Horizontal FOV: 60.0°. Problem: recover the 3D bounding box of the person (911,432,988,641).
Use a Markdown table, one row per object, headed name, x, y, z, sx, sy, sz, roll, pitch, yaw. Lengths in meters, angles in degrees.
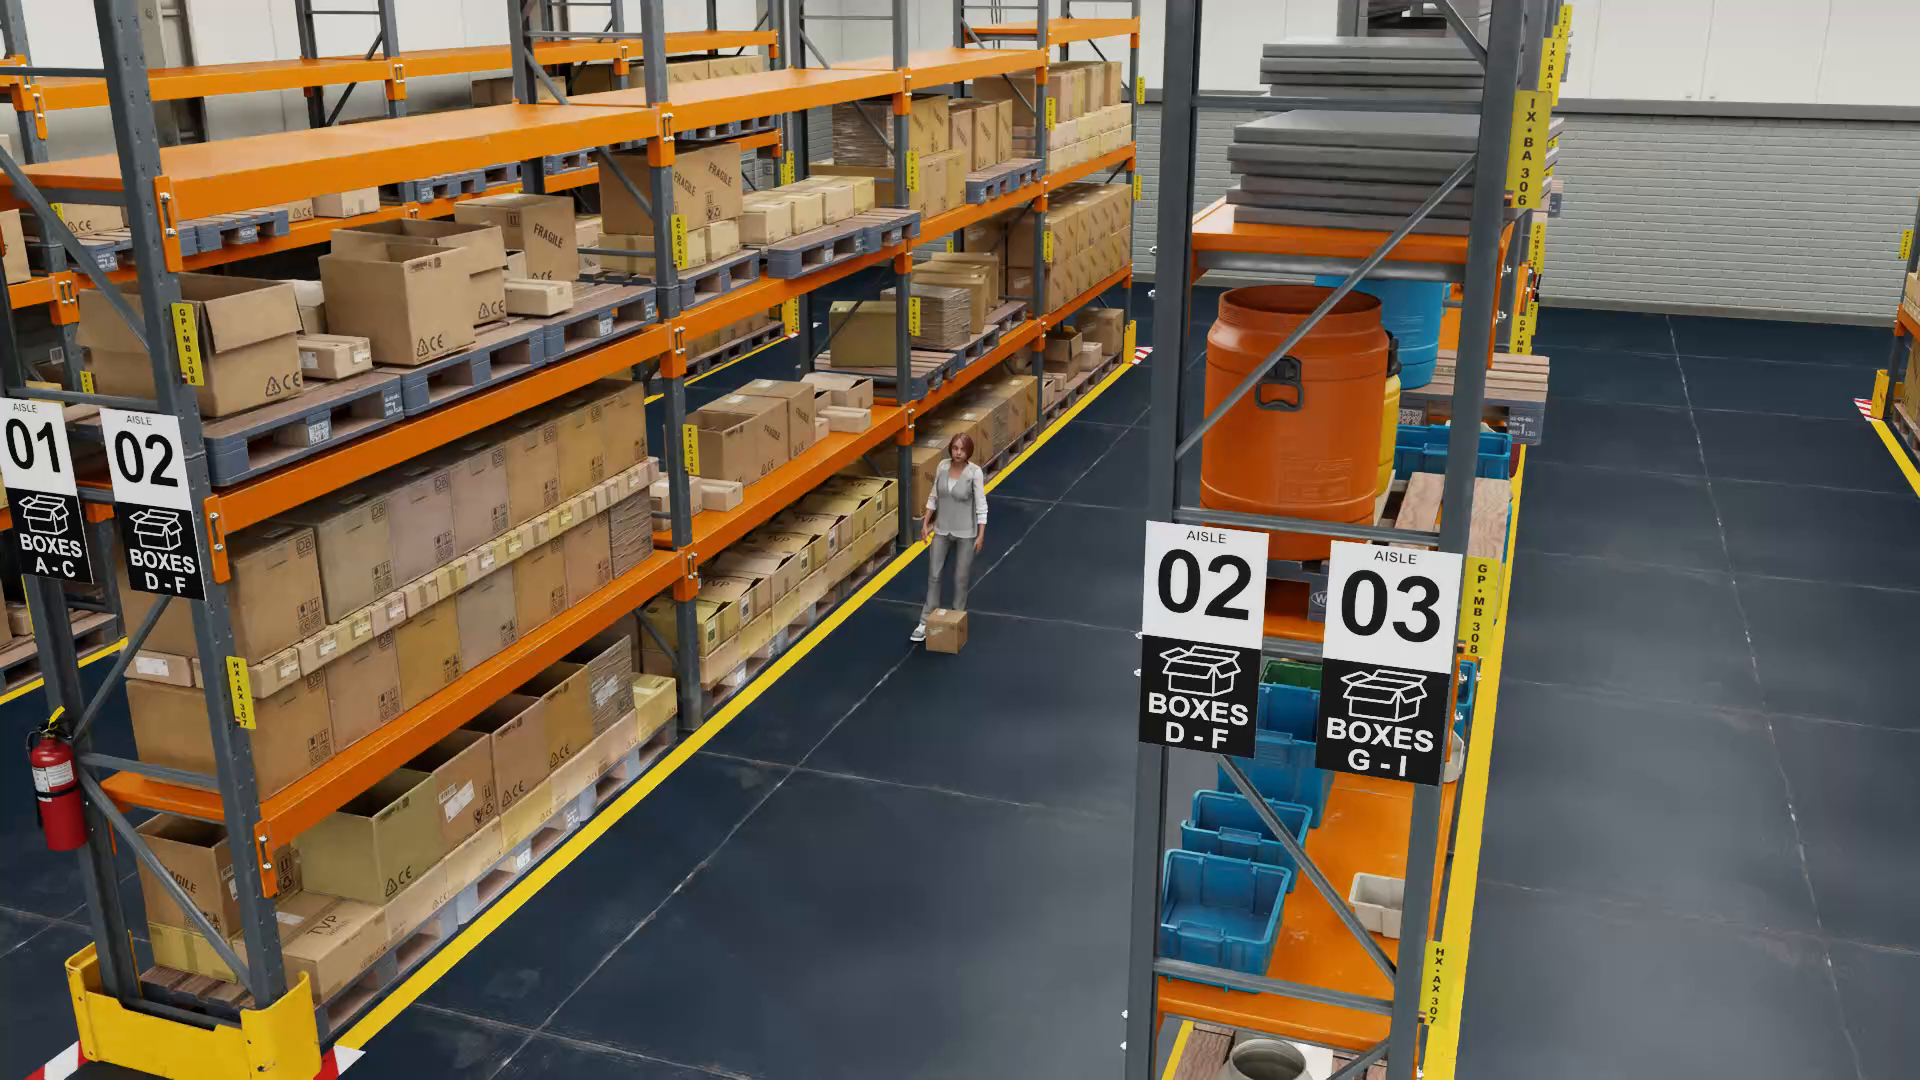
| name | x | y | z | sx | sy | sz | roll | pitch | yaw |
| --- | --- | --- | --- | --- | --- | --- | --- | --- | --- |
| person | -0.073 | -0.014 | 12.591 | 0.520 | 1.600 | 0.472 | 7 | 20 | 19 |
